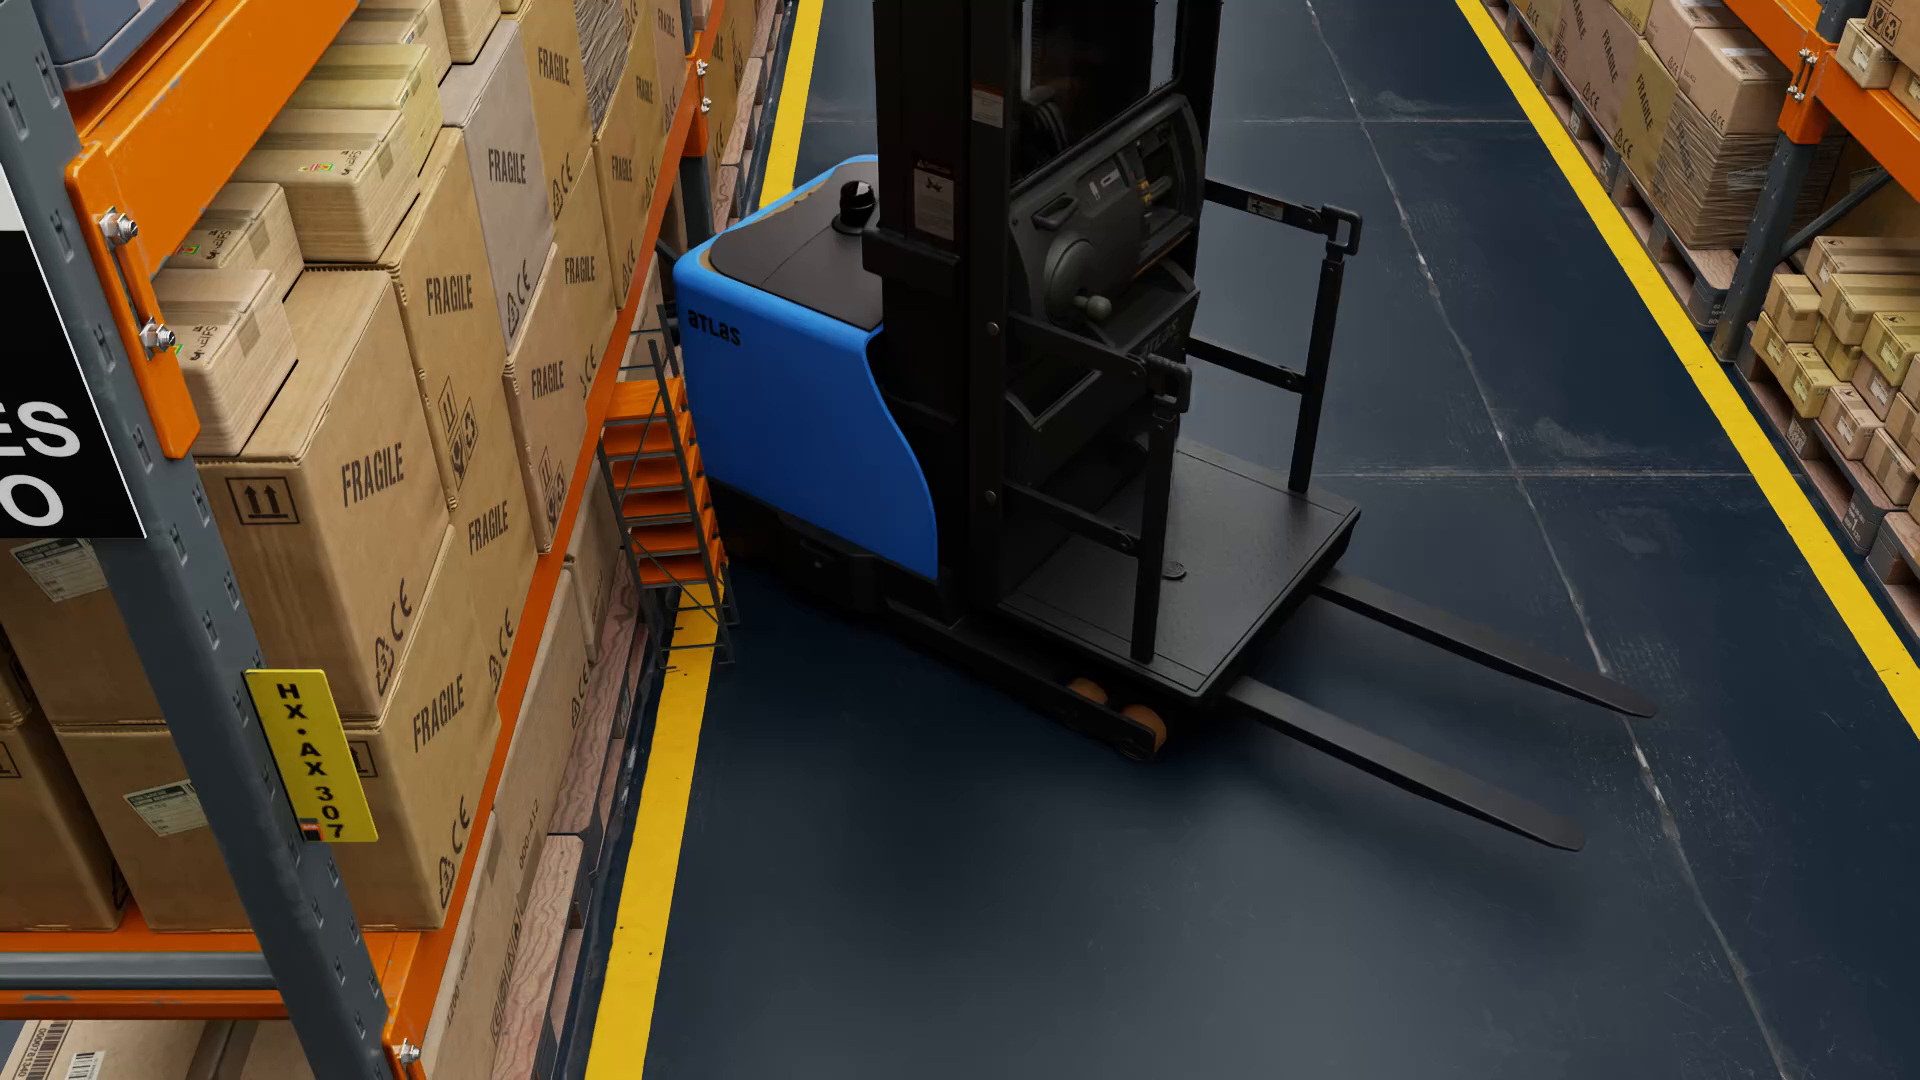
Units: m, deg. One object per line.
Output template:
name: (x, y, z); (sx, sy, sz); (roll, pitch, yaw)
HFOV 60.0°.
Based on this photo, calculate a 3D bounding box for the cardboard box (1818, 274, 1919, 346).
cardboard box: (3.260, -0.804, 5.823); (0.380, 0.149, 0.250); (2, 39, 2)

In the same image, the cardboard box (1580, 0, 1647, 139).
cardboard box: (3.276, -2.201, 7.761); (0.500, 0.500, 0.500); (-1, 39, -1)

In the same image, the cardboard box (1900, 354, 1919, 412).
cardboard box: (3.332, -0.483, 5.422); (0.380, 0.149, 0.250); (-1, 39, -1)

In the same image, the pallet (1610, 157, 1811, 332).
pallet: (3.523, -1.307, 7.212); (1.003, 0.211, 1.213); (0, 39, 0)

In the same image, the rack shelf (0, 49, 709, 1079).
rack shelf: (-1.422, -0.310, 4.314); (1.077, 0.370, 4.000); (0, 39, 0)

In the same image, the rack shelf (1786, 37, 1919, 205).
rack shelf: (3.528, -0.377, 4.397); (1.077, 0.370, 4.000); (0, 39, 0)

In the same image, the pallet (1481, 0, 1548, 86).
pallet: (3.520, -2.833, 9.116); (1.003, 0.211, 1.213); (0, 39, 0)

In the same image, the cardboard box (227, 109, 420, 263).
cardboard box: (-1.100, -0.571, 2.666); (0.380, 0.149, 0.250); (1, 39, 1)

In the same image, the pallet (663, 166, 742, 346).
pallet: (-1.501, -1.236, 7.124); (1.003, 0.211, 1.213); (0, 39, 0)

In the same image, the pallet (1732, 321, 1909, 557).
pallet: (3.562, -0.400, 6.081); (1.003, 0.211, 1.213); (0, 39, 0)

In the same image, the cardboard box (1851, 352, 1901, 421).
cardboard box: (3.332, -0.538, 5.729); (0.380, 0.149, 0.250); (0, 39, 0)

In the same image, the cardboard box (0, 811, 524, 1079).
cardboard box: (-1.521, 1.083, 3.713); (0.875, 0.438, 0.875); (-1, 39, -2)

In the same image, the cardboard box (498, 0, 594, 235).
cardboard box: (-1.153, -1.027, 3.753); (0.500, 0.500, 0.500); (0, 39, 0)

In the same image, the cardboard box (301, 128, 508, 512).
cardboard box: (-1.143, -0.393, 2.962); (0.500, 0.500, 0.500); (-1, 39, -1)

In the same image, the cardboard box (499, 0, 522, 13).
cardboard box: (-1.103, -1.215, 3.469); (0.380, 0.149, 0.250); (-1, 39, -1)

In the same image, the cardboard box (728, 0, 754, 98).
cardboard box: (-1.514, -2.688, 8.069); (0.875, 0.875, 0.875); (0, 39, 1)

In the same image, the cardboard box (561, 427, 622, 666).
cardboard box: (-1.529, -0.053, 5.131); (0.875, 0.438, 0.875); (-1, 39, -1)

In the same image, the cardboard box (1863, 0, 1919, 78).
cardboard box: (3.274, -1.754, 5.222); (0.500, 0.500, 0.500); (-1, 39, -1)

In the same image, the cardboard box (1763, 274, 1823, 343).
cardboard box: (3.206, -0.849, 6.117); (0.380, 0.149, 0.250); (2, 39, 2)

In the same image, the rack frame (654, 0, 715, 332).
rack frame: (-1.424, -1.842, 5.649); (1.000, 3.000, 0.127); (0, 39, 0)

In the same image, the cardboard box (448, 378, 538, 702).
cardboard box: (-1.162, 0.004, 3.266); (0.500, 0.500, 0.500); (-1, 39, -1)

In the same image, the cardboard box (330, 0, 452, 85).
cardboard box: (-1.172, -0.900, 3.076); (0.380, 0.149, 0.250); (0, 39, 0)

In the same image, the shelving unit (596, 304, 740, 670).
shelving unit: (-0.884, -0.124, 4.927); (0.258, 1.200, 0.189); (-5, 39, 3)

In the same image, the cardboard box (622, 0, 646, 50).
cardboard box: (-1.155, -1.659, 4.542); (0.500, 0.500, 0.500); (-1, 39, -1)

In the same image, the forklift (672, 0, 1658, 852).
forklift: (0.590, -0.871, 4.493); (3.031, 2.935, 1.130); (24, 45, 27)

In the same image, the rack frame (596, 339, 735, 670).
rack frame: (-0.883, -0.066, 4.856); (0.240, 1.200, 0.006); (-5, 39, 3)

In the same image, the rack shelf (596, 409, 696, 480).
rack shelf: (-0.903, -0.275, 4.804); (0.258, 0.103, 0.180); (-5, 39, 3)

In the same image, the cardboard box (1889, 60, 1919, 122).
cardboard box: (3.273, -1.472, 5.388); (0.380, 0.149, 0.250); (1, 39, 1)

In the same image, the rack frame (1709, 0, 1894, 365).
rack frame: (3.525, -1.908, 5.733); (1.000, 3.000, 0.127); (0, 39, 0)

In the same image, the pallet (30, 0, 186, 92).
pallet: (-1.431, -0.940, 2.197); (1.003, 0.211, 1.213); (0, 39, 0)

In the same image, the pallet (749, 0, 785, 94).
pallet: (-1.503, -2.762, 9.028); (1.003, 0.211, 1.213); (0, 39, 0)

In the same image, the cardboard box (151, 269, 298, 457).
cardboard box: (-1.143, -0.245, 2.259); (0.380, 0.149, 0.250); (1, 39, 1)

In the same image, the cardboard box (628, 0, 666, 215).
cardboard box: (-1.162, -1.269, 4.855); (0.500, 0.500, 0.500); (-1, 39, -1)

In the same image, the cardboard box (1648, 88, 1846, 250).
cardboard box: (3.273, -1.560, 6.960); (0.500, 0.500, 0.500); (-1, 39, -1)

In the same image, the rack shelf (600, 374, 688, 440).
rack shelf: (-0.914, -0.368, 4.729); (0.258, 0.103, 0.180); (-5, 39, 3)

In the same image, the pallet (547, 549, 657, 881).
pallet: (-1.498, 0.487, 4.974); (1.003, 0.211, 1.213); (0, 39, 0)

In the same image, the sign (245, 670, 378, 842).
sign: (-0.865, 0.294, 2.228); (0.100, 0.325, 0.005); (0, 39, 0)

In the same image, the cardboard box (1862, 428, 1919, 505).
cardboard box: (3.307, -0.251, 5.609); (0.380, 0.149, 0.250); (-1, 39, -1)

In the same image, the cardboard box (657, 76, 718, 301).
cardboard box: (-1.505, -1.564, 6.666); (0.875, 0.875, 0.875); (1, 39, 1)

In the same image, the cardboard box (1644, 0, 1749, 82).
cardboard box: (3.285, -2.177, 7.131); (0.500, 0.250, 0.500); (2, 39, 2)

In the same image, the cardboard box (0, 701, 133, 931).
cardboard box: (-1.685, 0.319, 2.873); (0.500, 0.500, 0.500); (0, 39, 0)

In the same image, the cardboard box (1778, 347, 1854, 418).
cardboard box: (3.205, -0.566, 6.001); (0.380, 0.149, 0.250); (1, 39, 1)

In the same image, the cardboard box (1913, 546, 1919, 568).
cardboard box: (3.247, 0.079, 5.196); (0.380, 0.149, 0.250); (-1, 39, -1)

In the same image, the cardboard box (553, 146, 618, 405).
cardboard box: (-1.162, -0.627, 4.054); (0.500, 0.500, 0.500); (1, 39, 1)

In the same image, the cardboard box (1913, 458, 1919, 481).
cardboard box: (3.306, -0.198, 5.304); (0.380, 0.149, 0.250); (2, 39, 2)

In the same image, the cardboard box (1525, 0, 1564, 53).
cardboard box: (3.271, -2.841, 8.560); (0.500, 0.500, 0.500); (0, 39, 0)

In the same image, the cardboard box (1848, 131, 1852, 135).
cardboard box: (3.789, -1.852, 6.726); (0.500, 0.250, 0.500); (-2, 39, -2)

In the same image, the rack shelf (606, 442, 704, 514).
rack shelf: (-0.892, -0.182, 4.879); (0.258, 0.103, 0.180); (-5, 39, 3)
